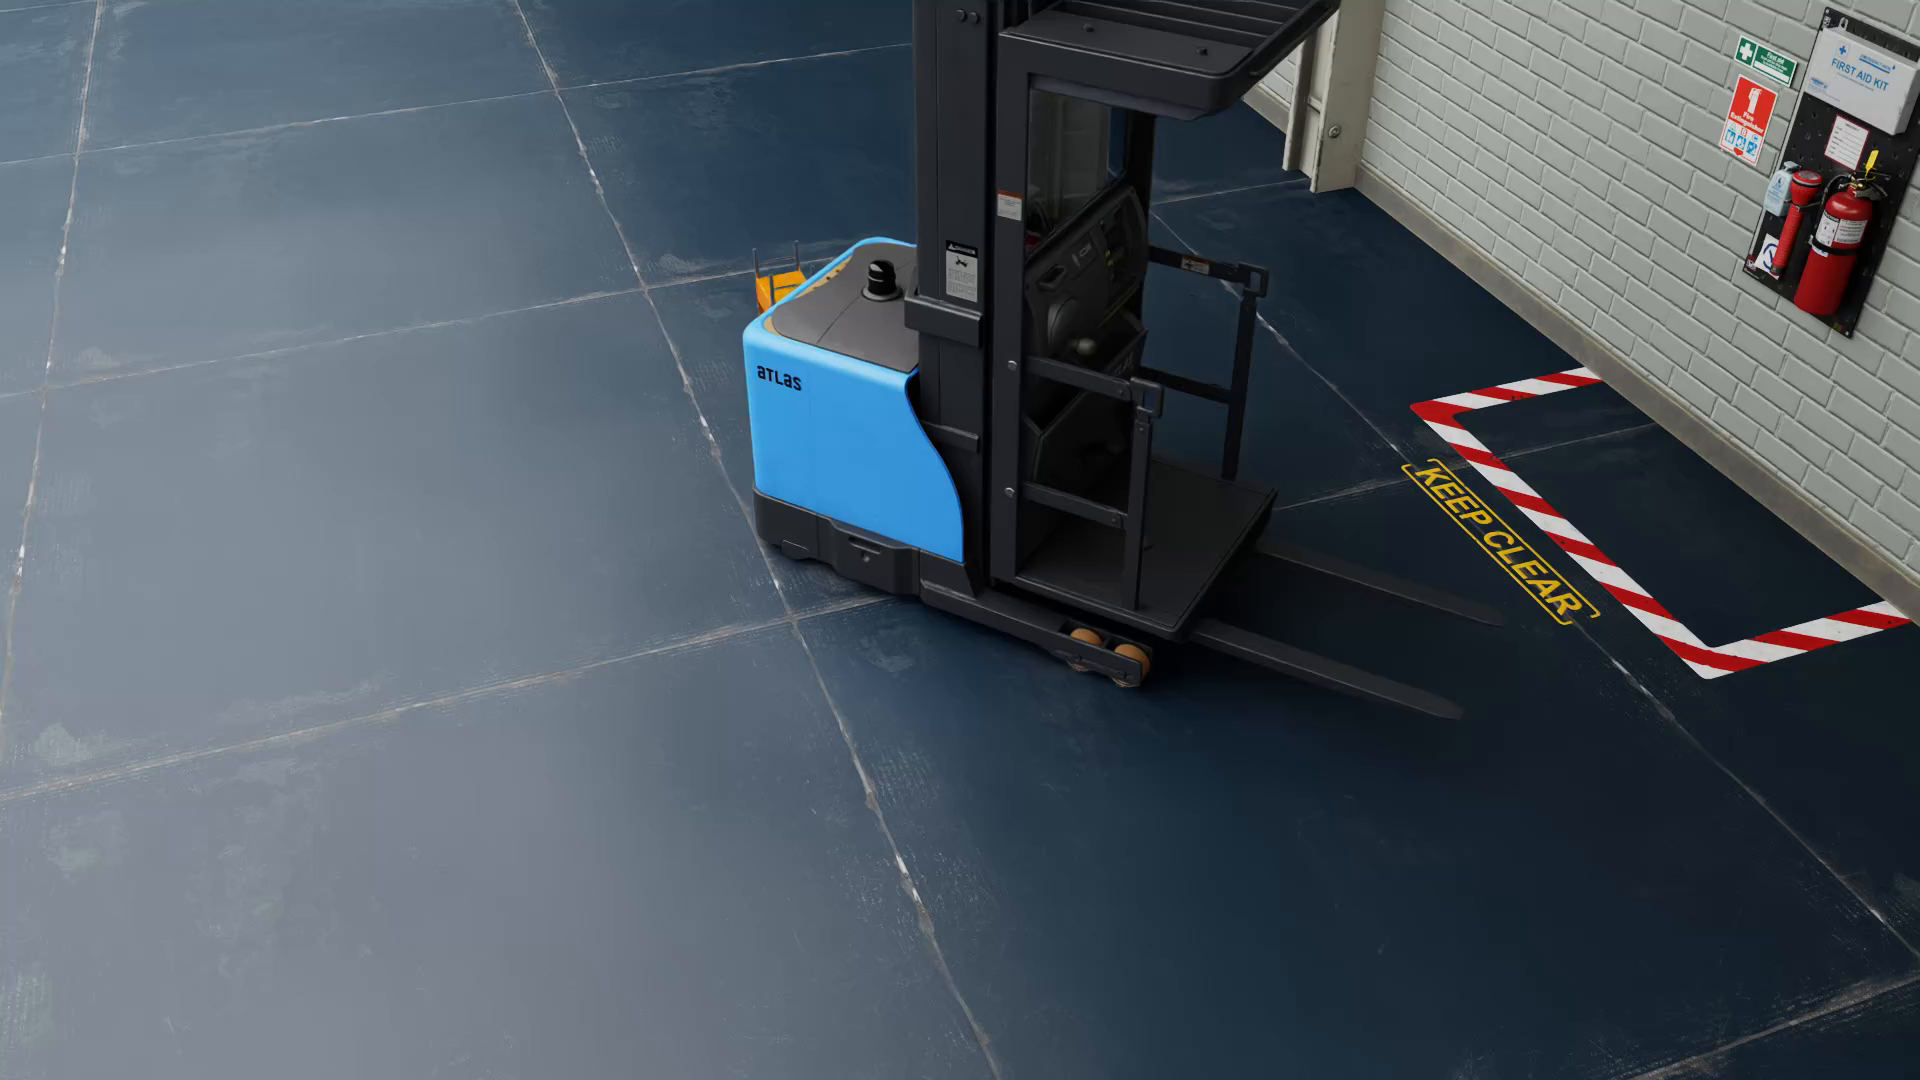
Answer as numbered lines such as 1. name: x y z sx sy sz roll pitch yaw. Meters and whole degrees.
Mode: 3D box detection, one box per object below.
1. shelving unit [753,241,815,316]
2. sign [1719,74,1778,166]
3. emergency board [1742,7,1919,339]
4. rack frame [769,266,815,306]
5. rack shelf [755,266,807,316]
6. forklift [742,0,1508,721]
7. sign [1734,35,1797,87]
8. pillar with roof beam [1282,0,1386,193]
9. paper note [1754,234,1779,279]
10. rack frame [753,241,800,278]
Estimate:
1. shelving unit: -0.748 -0.791 7.424 0.215 1.050 0.252 -14 39 -16
2. sign: 3.368 -1.795 7.110 0.001 0.329 0.234 -12 39 -16
3. emergency board: 3.461 -1.447 6.678 0.194 1.169 0.643 -12 39 -16
4. rack frame: -0.704 -0.722 7.333 0.200 1.050 0.008 -14 39 -16
5. rack shelf: -0.751 -1.008 7.257 0.215 0.259 0.240 -14 39 -16
6. forklift: 0.655 -0.964 6.093 3.031 2.935 1.130 19 41 23
7. sign: 3.361 -2.002 6.945 0.001 0.109 0.331 -12 39 -16
8. pillar with roof beam: -1.831 -4.937 6.326 9.100 9.000 0.400 -12 39 -16
9. paper note: 3.465 -1.209 7.095 0.016 0.148 0.142 -12 39 -16
10. rack frame: -0.792 -0.860 7.514 0.200 1.050 0.008 -14 39 -16
